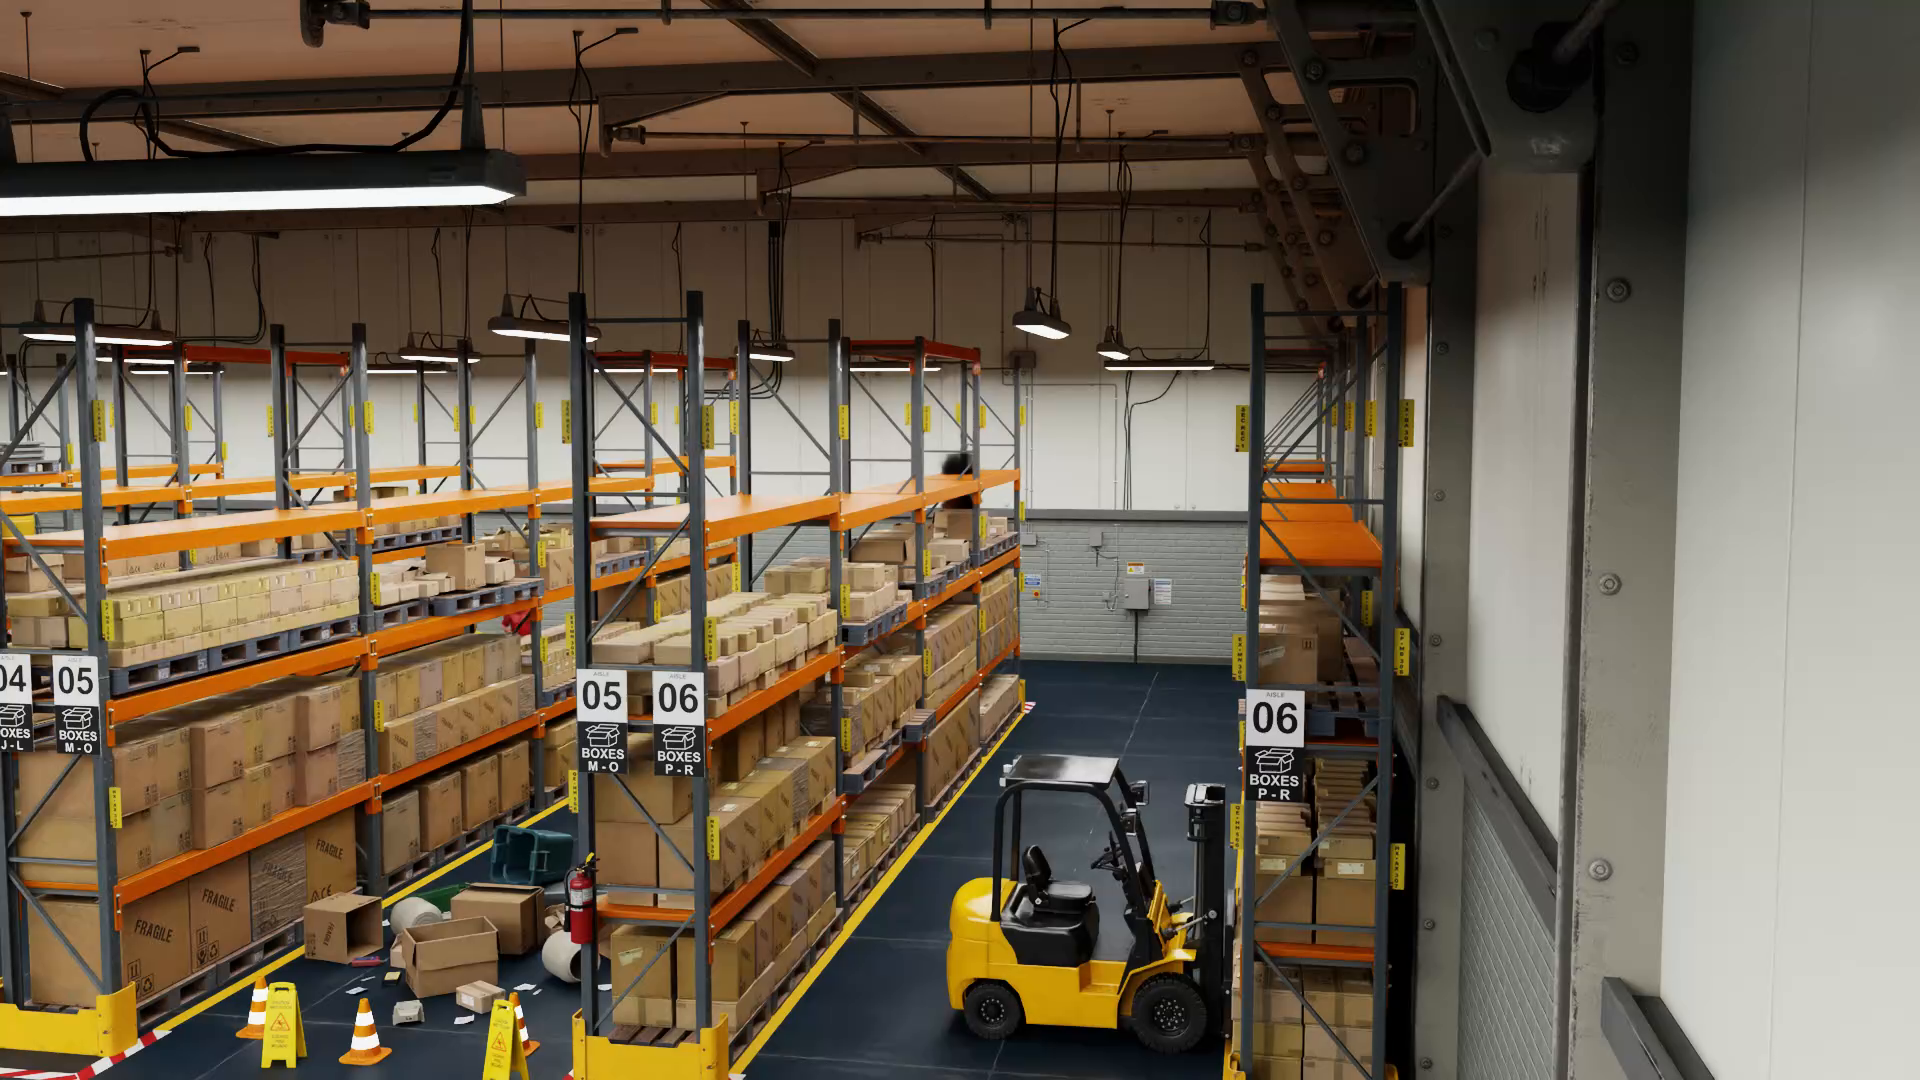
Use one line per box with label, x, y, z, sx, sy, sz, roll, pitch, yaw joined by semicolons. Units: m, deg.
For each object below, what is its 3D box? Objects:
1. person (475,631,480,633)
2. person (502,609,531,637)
person;-7.260;2.269;24.968;0.677;1.823;0.738;1;5;6
person;-8.050;1.869;30.578;0.692;1.681;0.507;-2;5;-28
